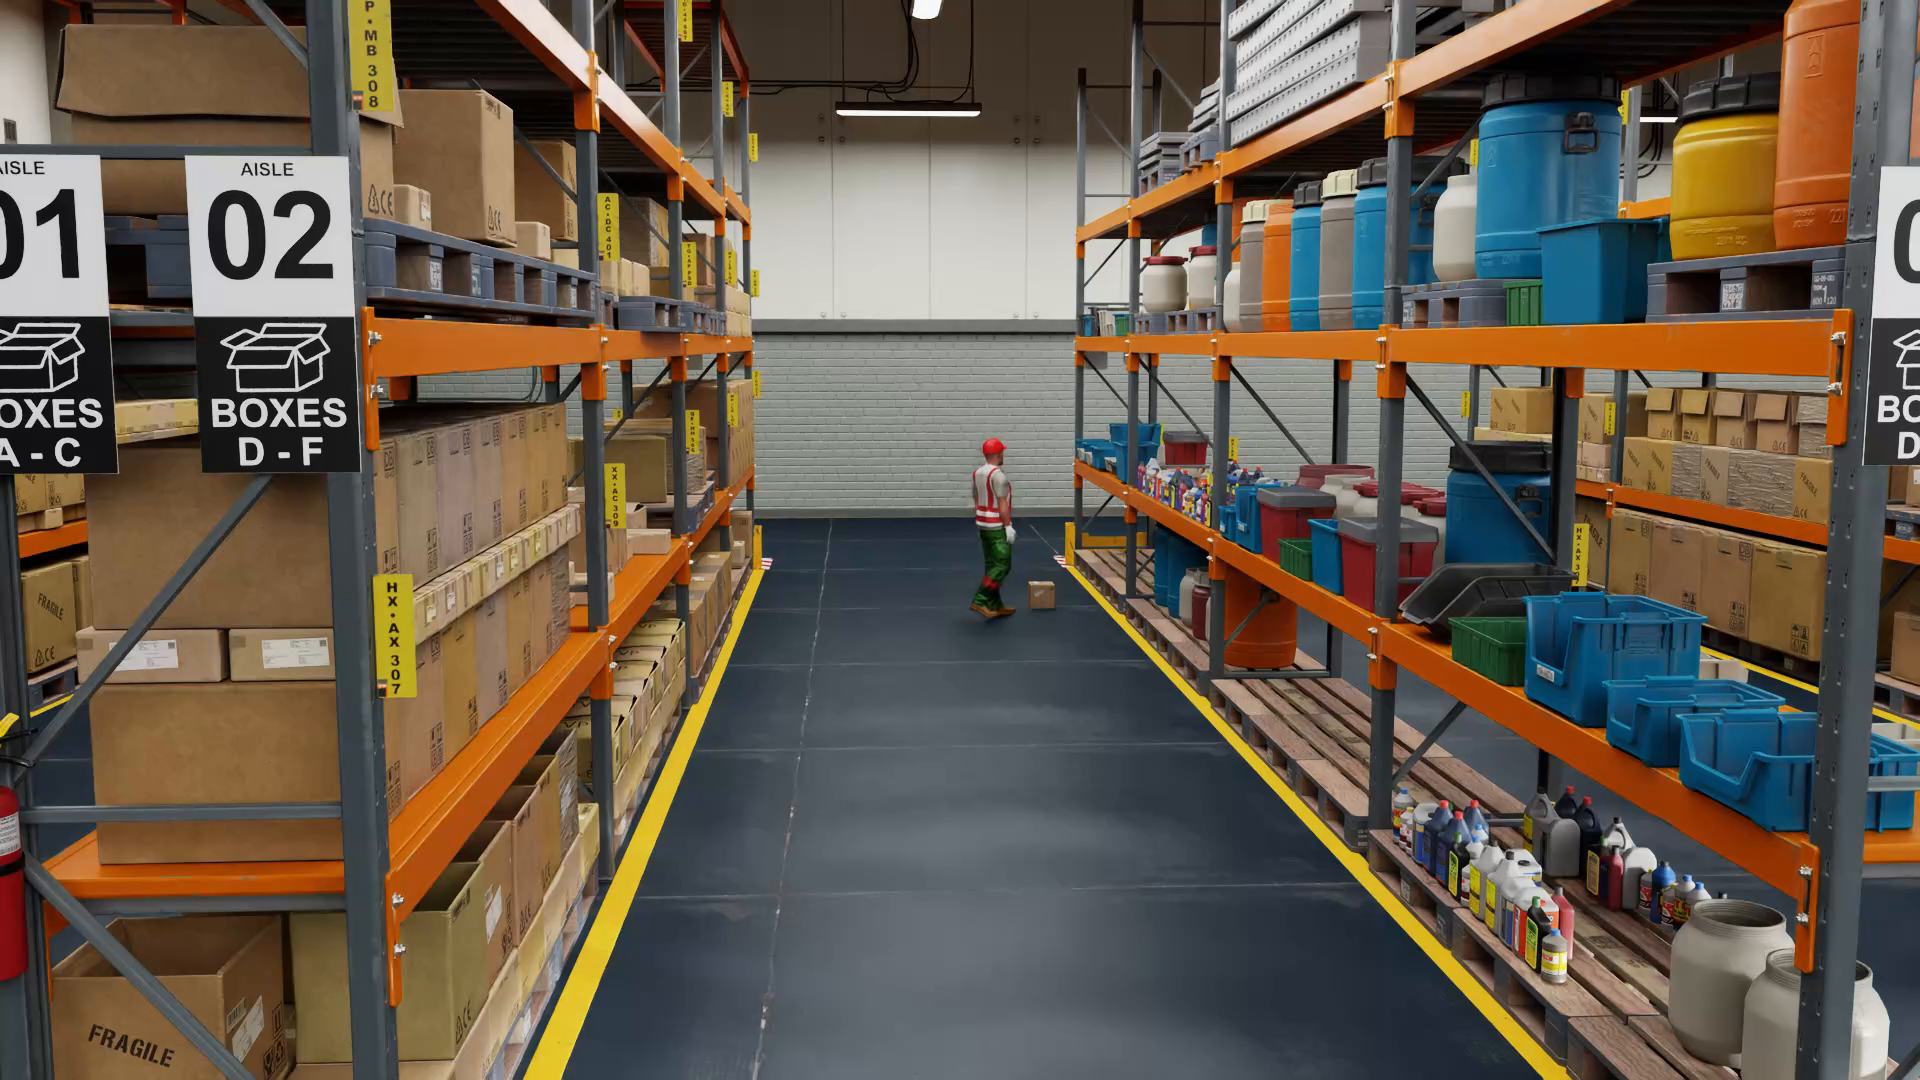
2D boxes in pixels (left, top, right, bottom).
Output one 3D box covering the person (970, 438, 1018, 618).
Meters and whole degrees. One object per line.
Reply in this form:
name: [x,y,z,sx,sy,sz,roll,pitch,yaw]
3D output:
person: [0.324,-0.117,16.547,0.621,1.796,0.560,-3,8,-27]
